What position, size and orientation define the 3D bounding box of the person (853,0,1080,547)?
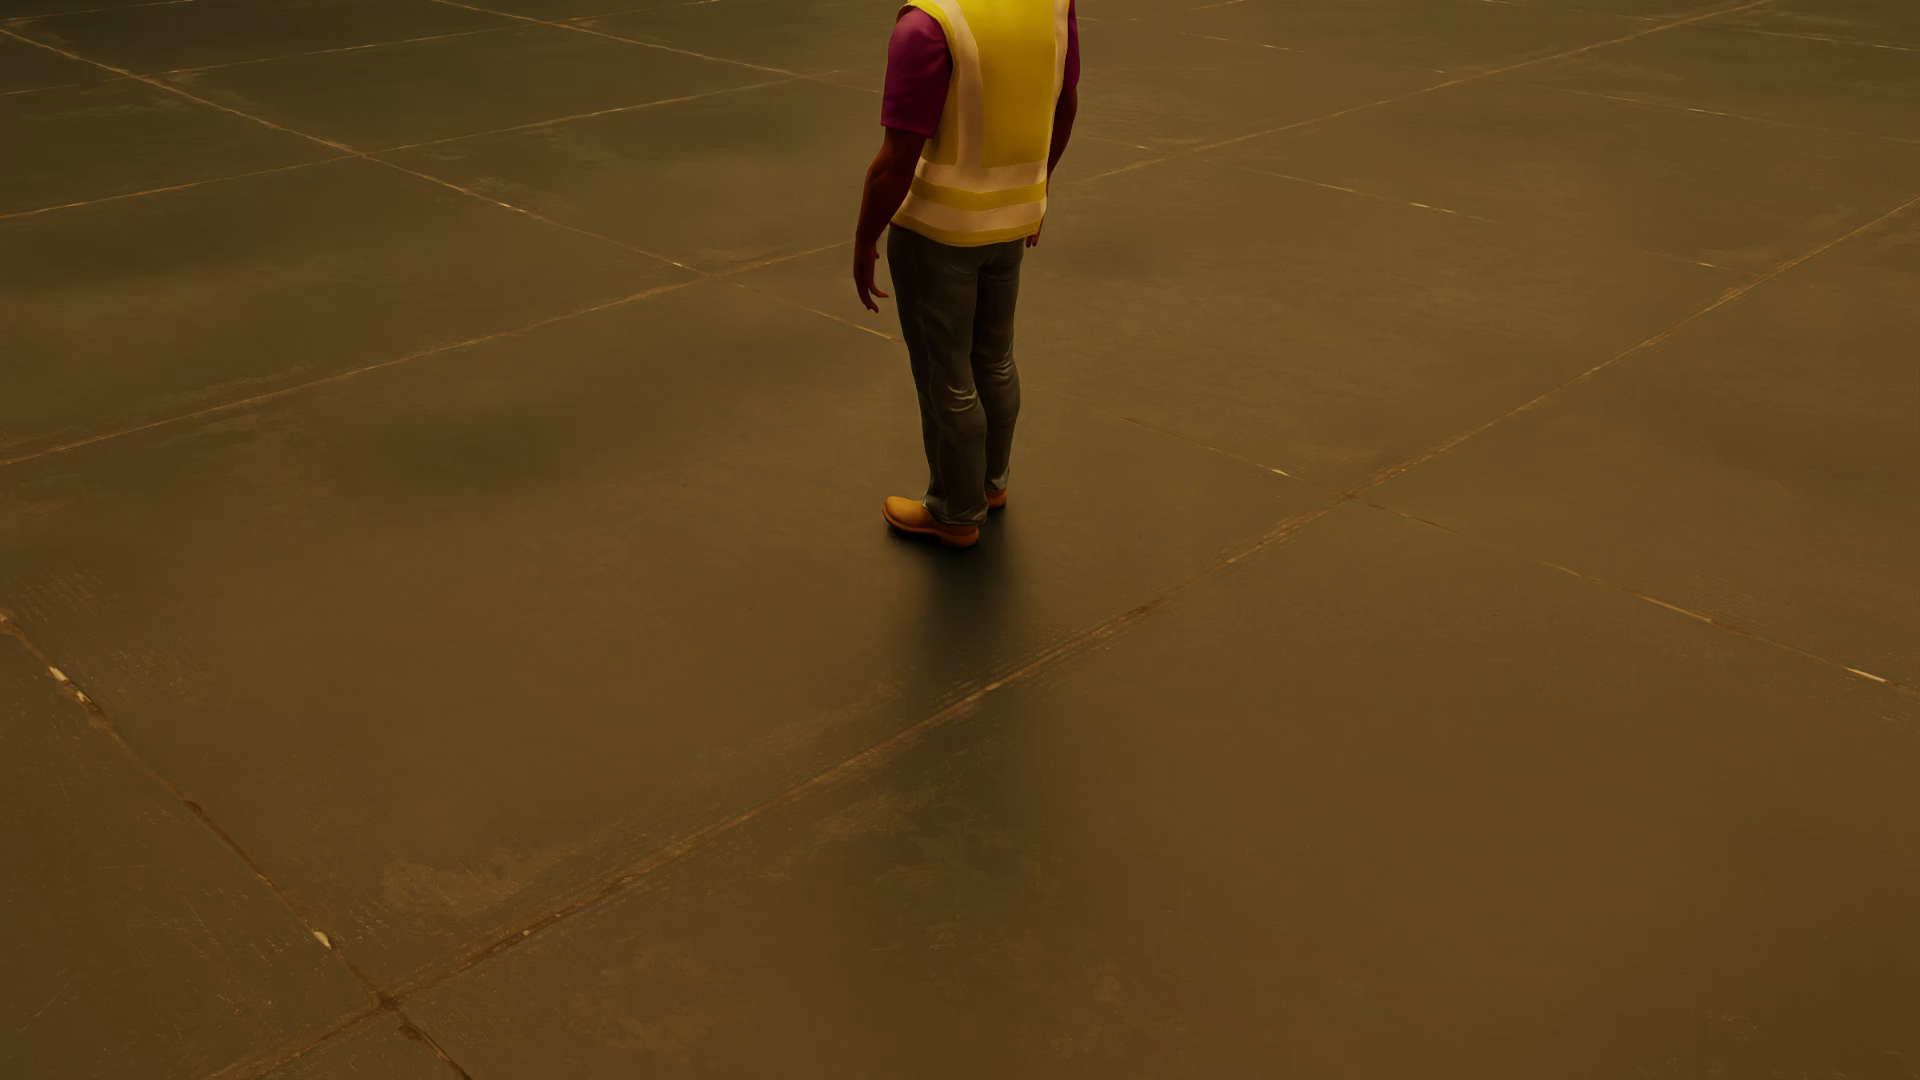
[{"bbox_3d":[-0.044,-0.823,4.198,0.665,1.765,0.577,-24,35,-39],"label":"person"}]
